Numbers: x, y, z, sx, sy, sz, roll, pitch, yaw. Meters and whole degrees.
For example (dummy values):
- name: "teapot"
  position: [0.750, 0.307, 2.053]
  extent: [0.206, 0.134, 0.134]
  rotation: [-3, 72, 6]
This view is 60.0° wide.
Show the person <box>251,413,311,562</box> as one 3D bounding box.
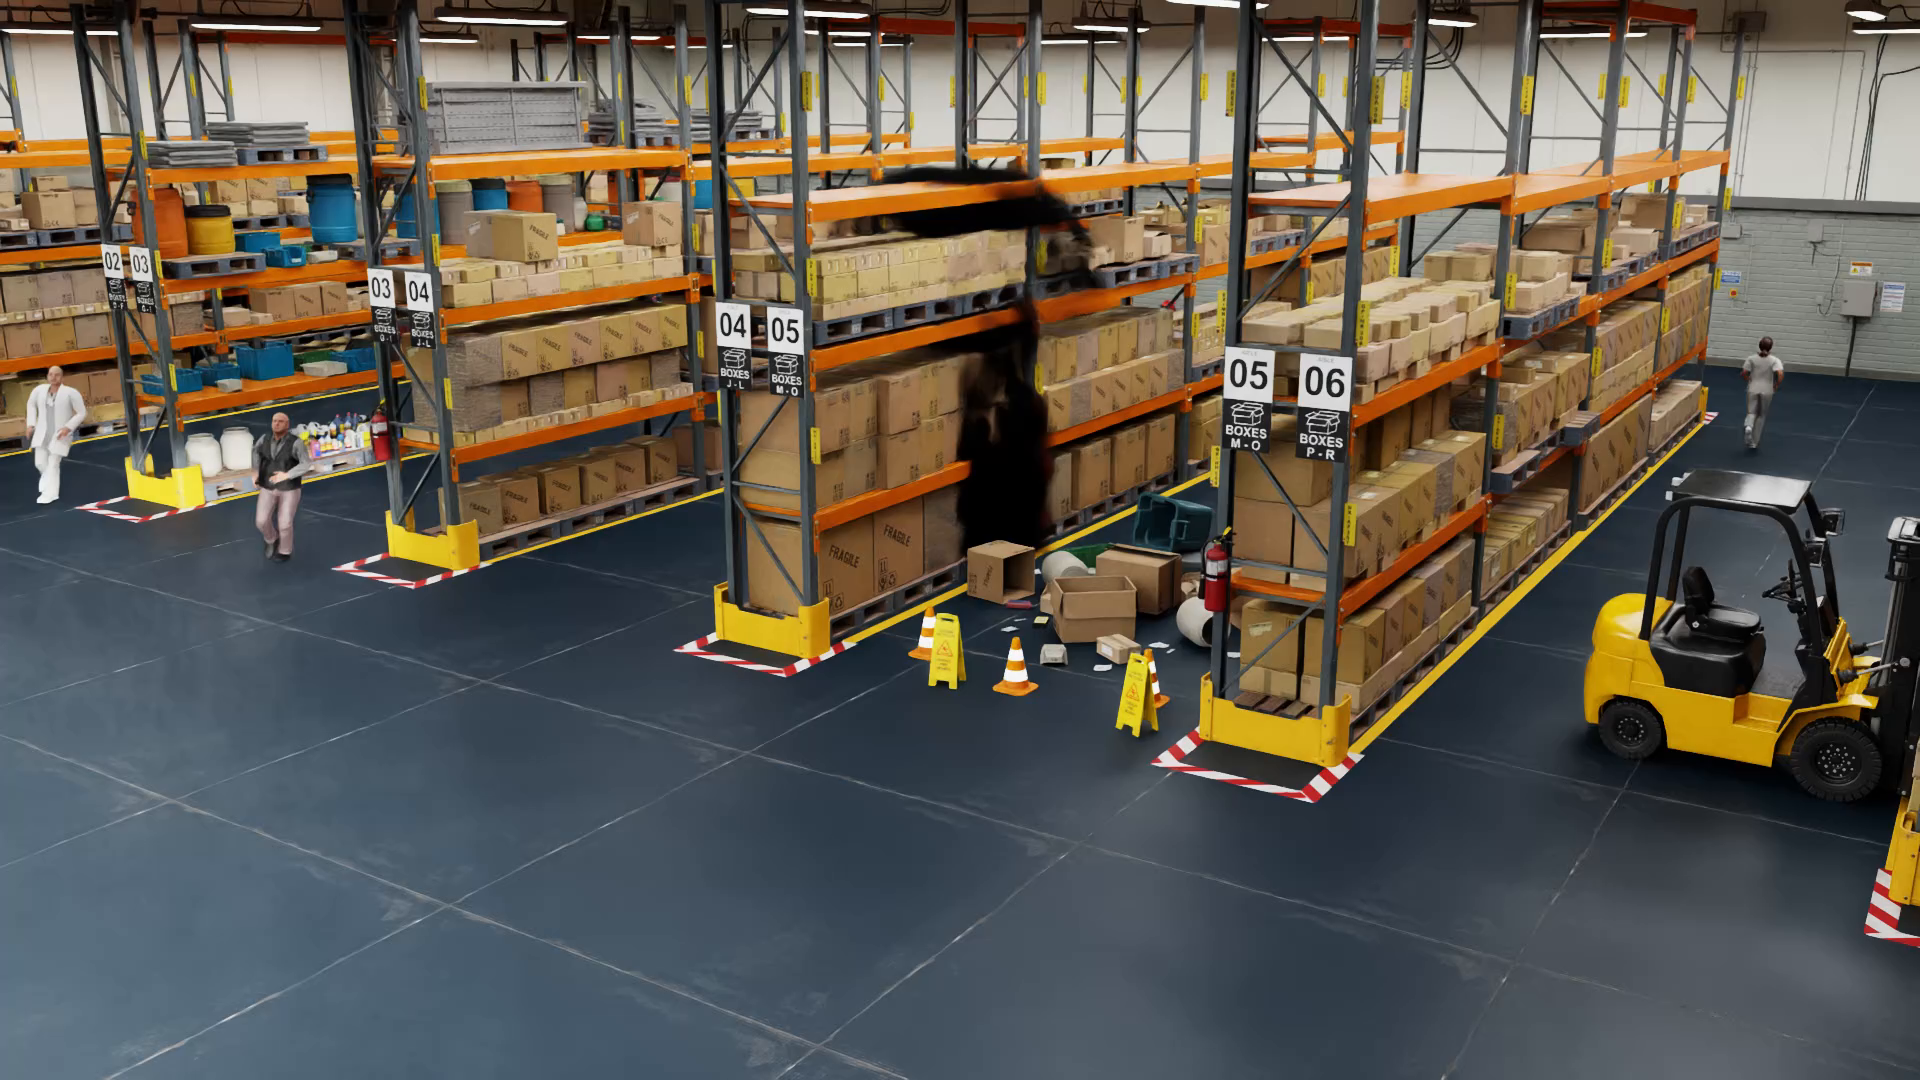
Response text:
- name: "person"
  position: [-7.388, -0.553, 18.091]
  extent: [0.672, 1.670, 0.581]
  rotation: [-2, 16, -7]

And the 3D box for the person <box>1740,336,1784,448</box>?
- name: "person"
  position: [11.363, -2.067, 23.625]
  extent: [0.566, 1.657, 0.742]
  rotation: [8, 18, 28]

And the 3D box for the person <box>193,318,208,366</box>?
- name: "person"
  position: [-12.905, -3.315, 28.272]
  extent: [0.559, 1.576, 0.695]
  rotation: [10, 19, 33]

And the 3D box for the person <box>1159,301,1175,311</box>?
- name: "person"
  position: [3.267, -2.865, 26.217]
  extent: [0.667, 1.806, 0.818]
  rotation: [12, 20, 37]

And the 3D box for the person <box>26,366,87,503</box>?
- name: "person"
  position: [-11.292, -1.317, 20.776]
  extent: [0.733, 1.699, 0.561]
  rotation: [-3, 16, -9]
